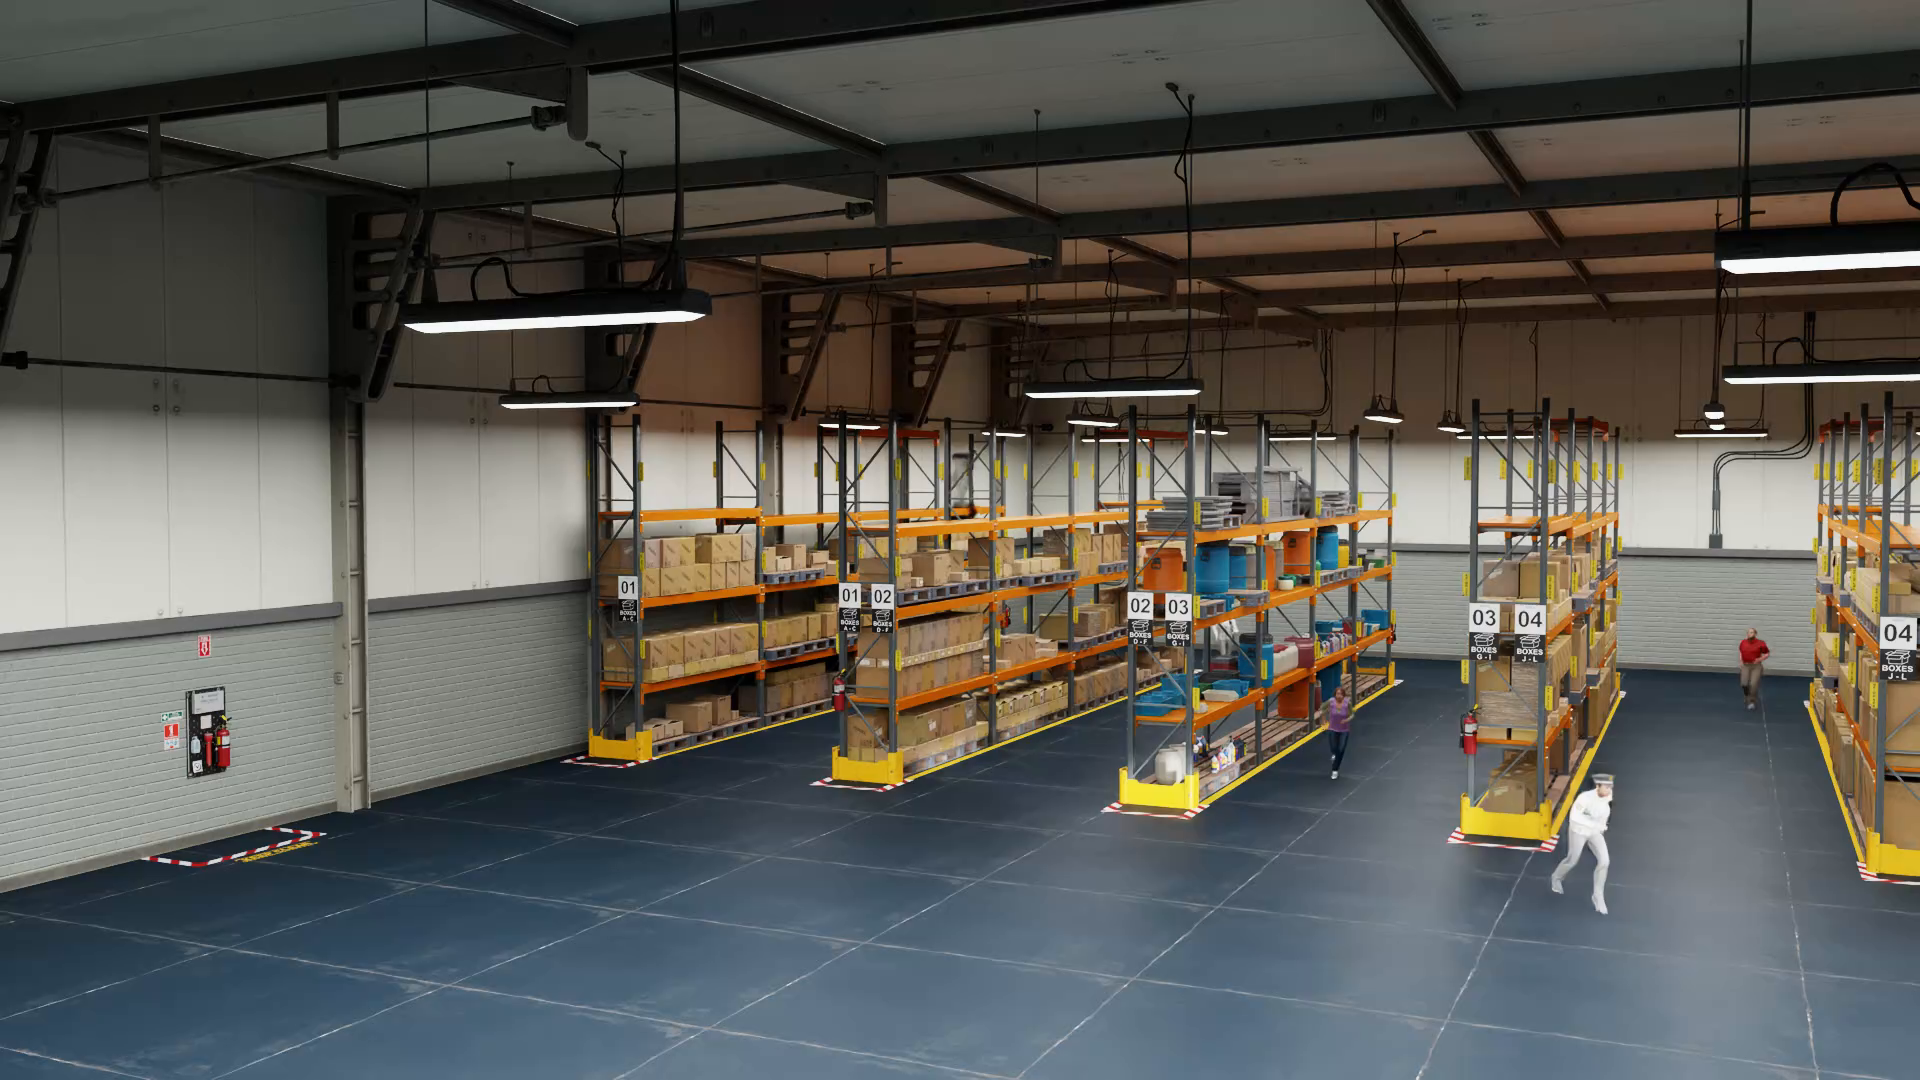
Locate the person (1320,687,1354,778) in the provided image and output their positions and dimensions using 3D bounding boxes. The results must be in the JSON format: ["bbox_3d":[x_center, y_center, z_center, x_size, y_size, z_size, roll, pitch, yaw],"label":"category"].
[{"bbox_3d":[6.156,3.136,27.115,0.526,1.529,0.657,0,2,8],"label":"person"}]

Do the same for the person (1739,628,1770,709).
[{"bbox_3d":[16.767,2.720,35.194,0.649,1.688,0.629,2,3,42],"label":"person"}]

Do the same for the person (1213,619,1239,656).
[{"bbox_3d":[6.487,2.467,40.563,0.610,1.699,0.846,0,2,4],"label":"person"}]

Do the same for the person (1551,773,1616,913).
[{"bbox_3d":[7.211,3.446,19.243,0.658,1.623,0.960,-1,2,-20],"label":"person"}]

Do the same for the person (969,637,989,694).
[{"bbox_3d":[0.380,2.679,35.623,0.647,1.752,0.942,1,3,25],"label":"person"}]
